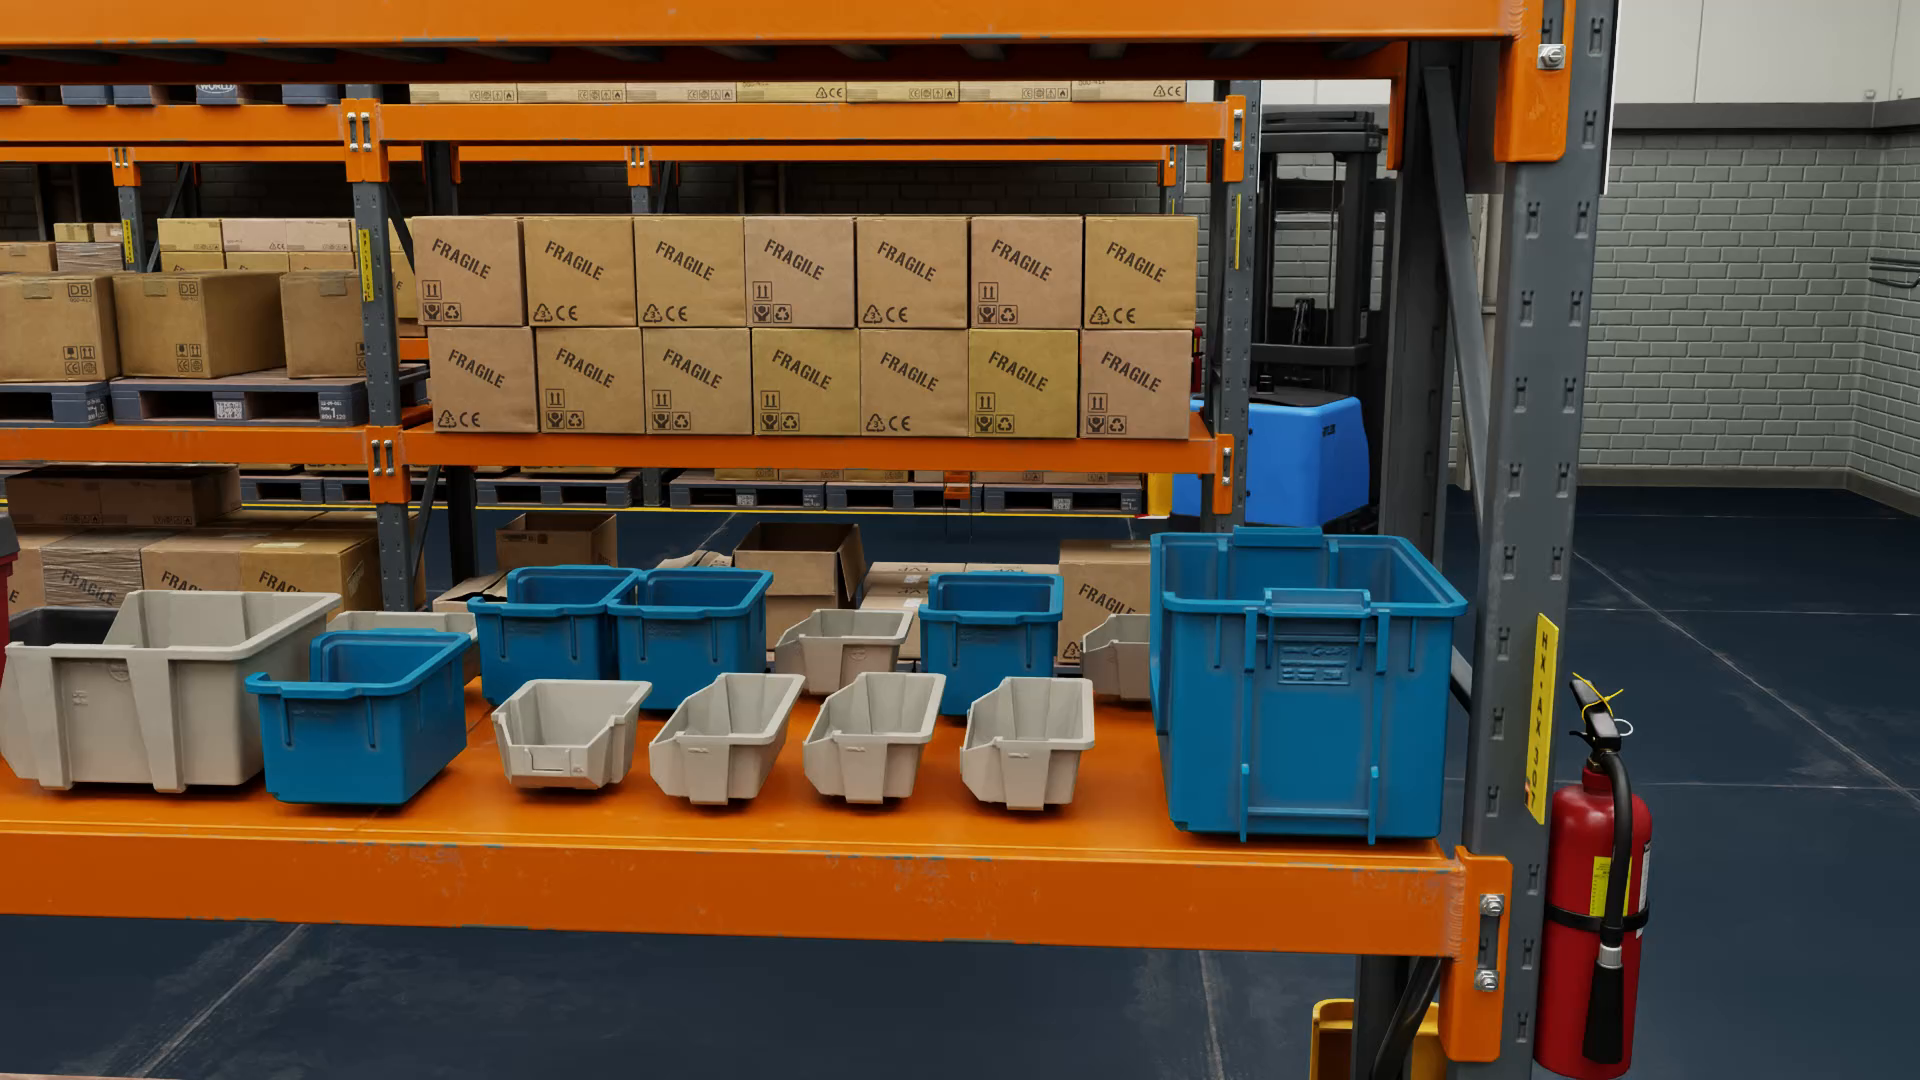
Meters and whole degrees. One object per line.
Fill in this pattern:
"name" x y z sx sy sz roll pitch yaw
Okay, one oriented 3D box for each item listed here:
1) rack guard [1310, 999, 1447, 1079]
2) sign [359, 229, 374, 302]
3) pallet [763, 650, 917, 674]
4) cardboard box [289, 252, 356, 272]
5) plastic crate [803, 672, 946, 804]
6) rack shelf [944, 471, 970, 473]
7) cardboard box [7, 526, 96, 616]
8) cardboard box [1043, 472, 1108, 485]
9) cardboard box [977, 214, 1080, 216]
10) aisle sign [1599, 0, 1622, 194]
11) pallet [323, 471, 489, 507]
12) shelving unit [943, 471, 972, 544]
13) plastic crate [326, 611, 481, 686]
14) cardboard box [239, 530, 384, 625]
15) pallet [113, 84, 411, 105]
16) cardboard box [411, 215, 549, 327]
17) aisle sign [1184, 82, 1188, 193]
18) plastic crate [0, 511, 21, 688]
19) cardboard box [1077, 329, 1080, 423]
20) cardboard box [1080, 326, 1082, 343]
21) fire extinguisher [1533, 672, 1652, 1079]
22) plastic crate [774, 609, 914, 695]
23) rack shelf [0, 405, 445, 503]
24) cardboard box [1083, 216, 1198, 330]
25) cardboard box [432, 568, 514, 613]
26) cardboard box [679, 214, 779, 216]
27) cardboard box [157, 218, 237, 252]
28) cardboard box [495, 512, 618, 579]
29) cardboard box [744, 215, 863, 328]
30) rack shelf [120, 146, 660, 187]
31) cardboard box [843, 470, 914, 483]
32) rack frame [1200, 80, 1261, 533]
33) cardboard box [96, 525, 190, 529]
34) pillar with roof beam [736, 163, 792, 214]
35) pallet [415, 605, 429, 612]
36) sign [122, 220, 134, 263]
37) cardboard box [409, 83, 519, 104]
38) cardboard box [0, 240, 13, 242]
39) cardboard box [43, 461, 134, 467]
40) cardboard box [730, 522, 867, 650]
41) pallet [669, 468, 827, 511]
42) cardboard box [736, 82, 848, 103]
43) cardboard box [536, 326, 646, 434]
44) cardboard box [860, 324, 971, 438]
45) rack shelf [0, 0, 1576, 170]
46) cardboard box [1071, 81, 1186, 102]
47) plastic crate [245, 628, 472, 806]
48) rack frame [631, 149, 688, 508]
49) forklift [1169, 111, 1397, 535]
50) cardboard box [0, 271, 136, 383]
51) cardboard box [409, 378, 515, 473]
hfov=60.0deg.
"rack guard" 0.979 1.475 3.493 0.348 0.500 1.175 1 12 4
"sign" -2.736 -1.266 7.665 0.005 0.325 0.100 1 12 4
"pallet" -0.797 0.578 8.488 1.213 0.211 1.003 1 12 4
"cardboard box" -4.882 -2.008 13.024 0.500 0.500 0.500 1 12 4
"plastic crate" -0.160 0.373 3.157 0.243 0.136 0.396 1 12 4
"rack shelf" -0.014 -0.544 11.655 0.180 0.103 0.258 1 12 4
"cardboard box" -4.715 0.226 8.393 0.500 0.500 0.500 0 12 2
"cardboard box" 0.911 -0.741 13.063 0.500 0.500 0.700 1 12 4
"cardboard box" 0.341 -1.361 8.264 0.500 0.500 0.500 1 12 4
"aisle sign" 1.006 -0.957 2.669 0.004 0.787 0.394 1 12 4
"pallet" -4.371 -0.471 13.503 1.213 0.211 1.003 1 12 4
"shelving unit" -0.014 -0.587 11.646 0.189 1.200 0.258 1 12 4
"plastic crate" -1.280 0.262 3.689 0.466 0.136 0.293 1 12 4
"cardboard box" -3.214 0.248 8.289 0.500 0.500 0.500 1 12 3
"pallet" -3.348 -2.212 8.149 1.003 0.211 1.213 1 12 4
"cardboard box" -2.251 -1.287 7.907 0.500 0.500 0.500 1 12 5
"aisle sign" 1.668 -2.980 12.338 0.004 0.787 0.394 1 12 4
"plastic crate" -2.163 0.202 3.172 0.583 0.464 0.402 1 12 4
"cardboard box" 0.348 -0.872 8.369 0.500 0.500 0.500 1 12 3
"cardboard box" 1.106 -1.921 12.895 0.700 0.700 0.980 1 12 6
"fire extinguisher" 1.074 0.570 2.819 0.183 0.674 0.296 1 12 4
"plastic crate" -0.262 0.253 3.731 0.298 0.136 0.250 1 12 4
"rack shelf" -4.698 -0.488 8.530 4.000 0.370 1.077 1 12 4
"cardboard box" 0.826 -1.246 7.712 0.500 0.500 0.500 1 12 3
"cardboard box" -2.298 0.338 8.317 0.500 0.311 0.500 1 12 4
"cardboard box" -1.166 -1.383 8.368 0.500 0.500 0.500 1 12 4
"cardboard box" -5.902 -2.391 13.022 0.500 0.250 0.500 1 12 5
"cardboard box" -2.115 0.146 8.776 0.500 0.500 0.500 1 12 4
"cardboard box" -0.708 -1.266 7.807 0.500 0.500 0.500 1 12 6
"rack shelf" -4.371 -2.968 13.061 4.000 0.370 1.077 1 12 4
"cardboard box" -0.623 -0.760 13.156 0.500 0.500 0.700 1 12 5
"rack frame" 1.289 -0.758 8.064 0.127 3.000 1.000 1 12 4
"cardboard box" -4.200 0.126 8.870 0.500 0.500 0.500 1 12 4
"pillar with roof beam" -1.907 -4.048 9.144 0.400 9.000 9.100 1 12 4
"pallet" -3.517 0.549 8.627 1.213 0.211 1.003 1 12 4
"sign" -6.393 -2.296 12.784 0.005 0.325 0.100 1 12 4
"cardboard box" -2.234 -2.150 7.760 0.500 0.250 0.500 1 12 4
"cardboard box" -8.080 -2.160 13.451 0.500 0.500 0.700 1 12 4
"cardboard box" -7.088 -0.870 13.632 0.500 0.500 0.700 1 12 5
"cardboard box" -0.828 0.219 8.418 0.637 0.503 0.797 1 12 4
"pallet" -1.622 -0.433 13.323 1.213 0.211 1.003 1 12 4
"cardboard box" -0.737 -2.129 7.660 0.500 0.250 0.500 1 12 4
"cardboard box" -1.701 -0.792 7.985 0.500 0.500 0.500 1 12 5
"cardboard box" -0.192 -0.771 7.885 0.500 0.500 0.500 1 12 4
"rack shelf" -1.042 -0.889 3.124 4.000 0.370 1.077 1 12 4
"cardboard box" 0.758 -2.106 7.548 0.500 0.250 0.500 1 12 4
"plastic crate" -1.112 0.331 3.121 0.300 0.233 0.416 1 12 4
"rack frame" -2.375 -1.824 13.163 0.127 3.000 1.000 1 12 4
"forklift" 2.626 -1.515 11.851 1.130 2.935 3.031 7 14 32
"cardboard box" -4.469 -1.078 8.327 0.500 0.500 0.700 -2 12 -11
"cardboard box" -3.919 -0.972 13.311 0.750 0.750 0.750 1 12 5
